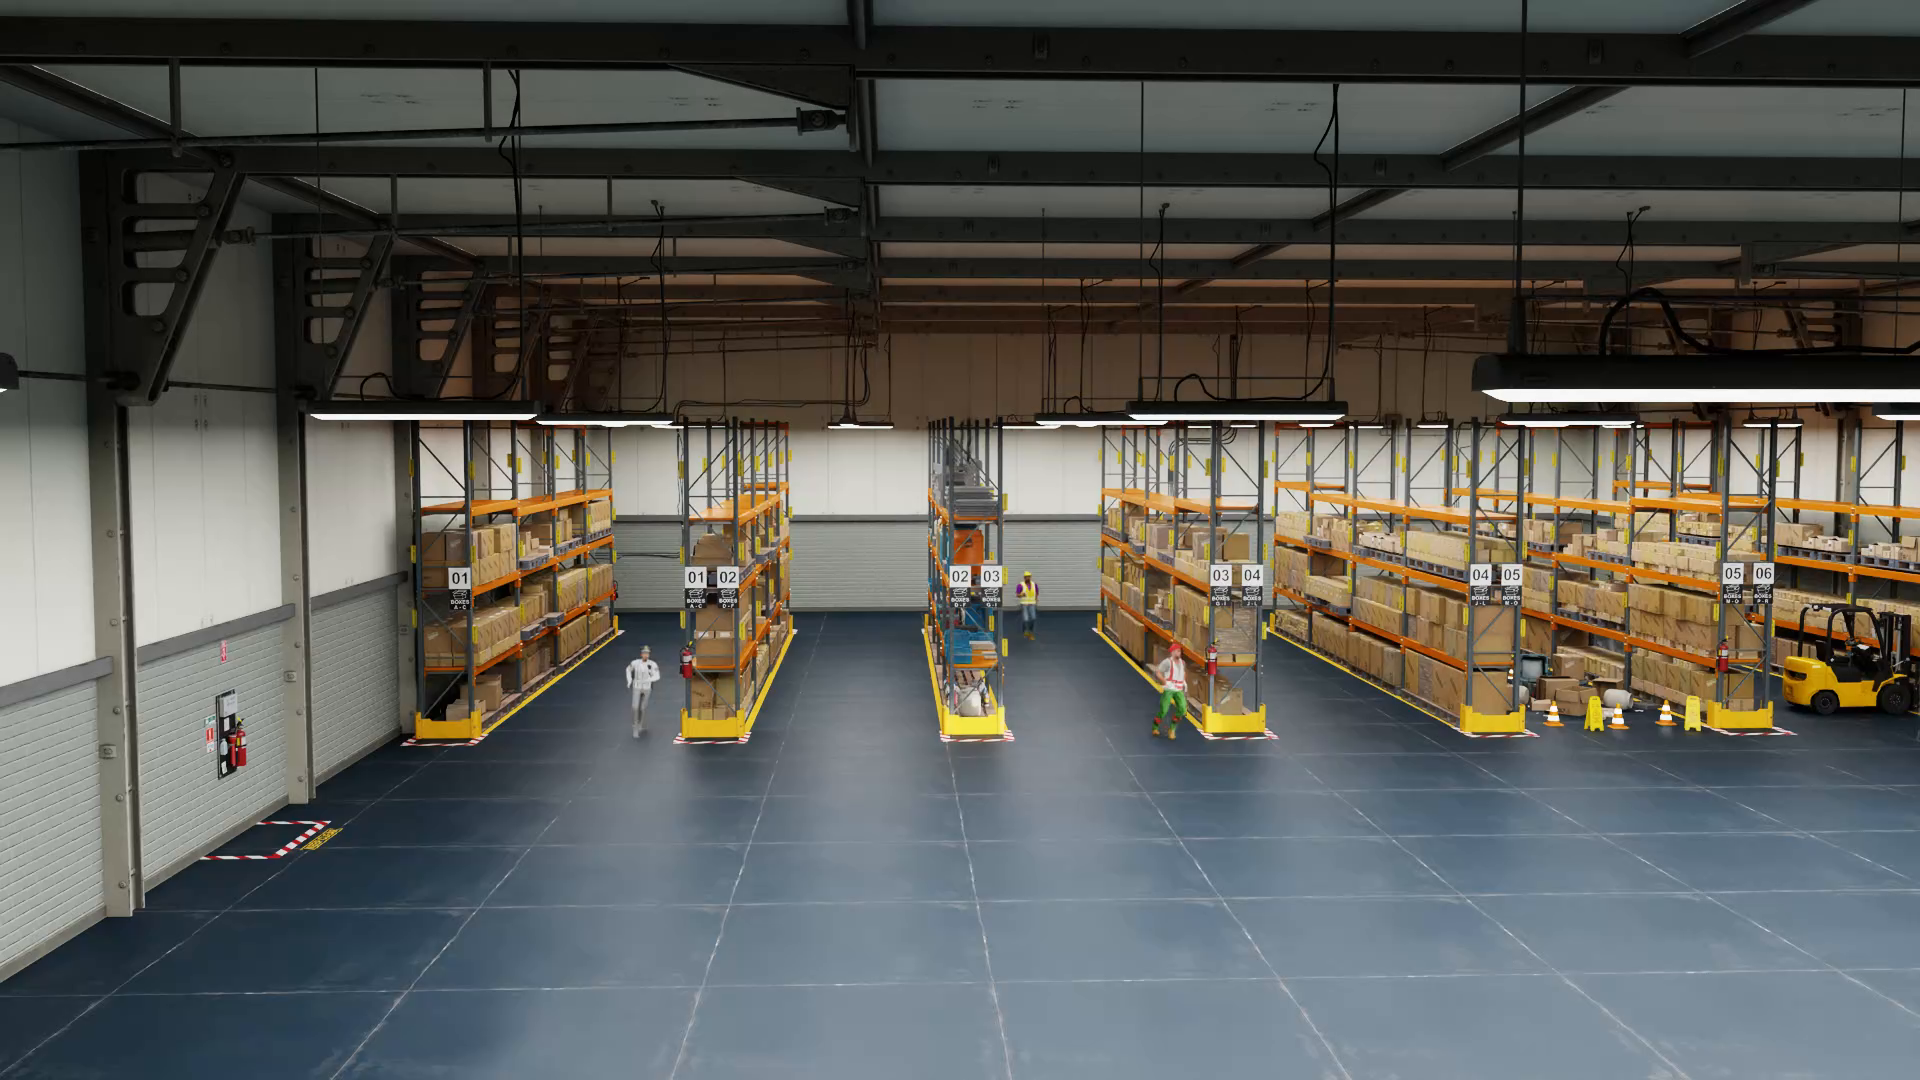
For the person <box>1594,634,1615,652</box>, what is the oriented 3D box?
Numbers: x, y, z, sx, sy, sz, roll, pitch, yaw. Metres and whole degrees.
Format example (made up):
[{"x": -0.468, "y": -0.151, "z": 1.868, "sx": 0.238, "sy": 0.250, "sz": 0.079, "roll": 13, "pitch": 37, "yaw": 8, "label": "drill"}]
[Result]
[{"x": 16.215, "y": 2.103, "z": 41.796, "sx": 0.641, "sy": 1.820, "sz": 0.740, "roll": 0, "pitch": 4, "yaw": -5, "label": "person"}]

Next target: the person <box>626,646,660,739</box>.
[{"x": -5.986, "y": 2.847, "z": 31.412, "sx": 0.624, "sy": 1.728, "sz": 0.835, "roll": -1, "pitch": 4, "yaw": -13, "label": "person"}]

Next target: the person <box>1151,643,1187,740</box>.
[{"x": 3.988, "y": 2.823, "z": 31.072, "sx": 0.718, "sy": 1.780, "sz": 0.673, "roll": -2, "pitch": 4, "yaw": -25, "label": "person"}]

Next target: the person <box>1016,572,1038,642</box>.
[{"x": 1.818, "y": 1.768, "z": 44.163, "sx": 0.674, "sy": 1.847, "sz": 0.681, "roll": -1, "pitch": 4, "yaw": -12, "label": "person"}]
